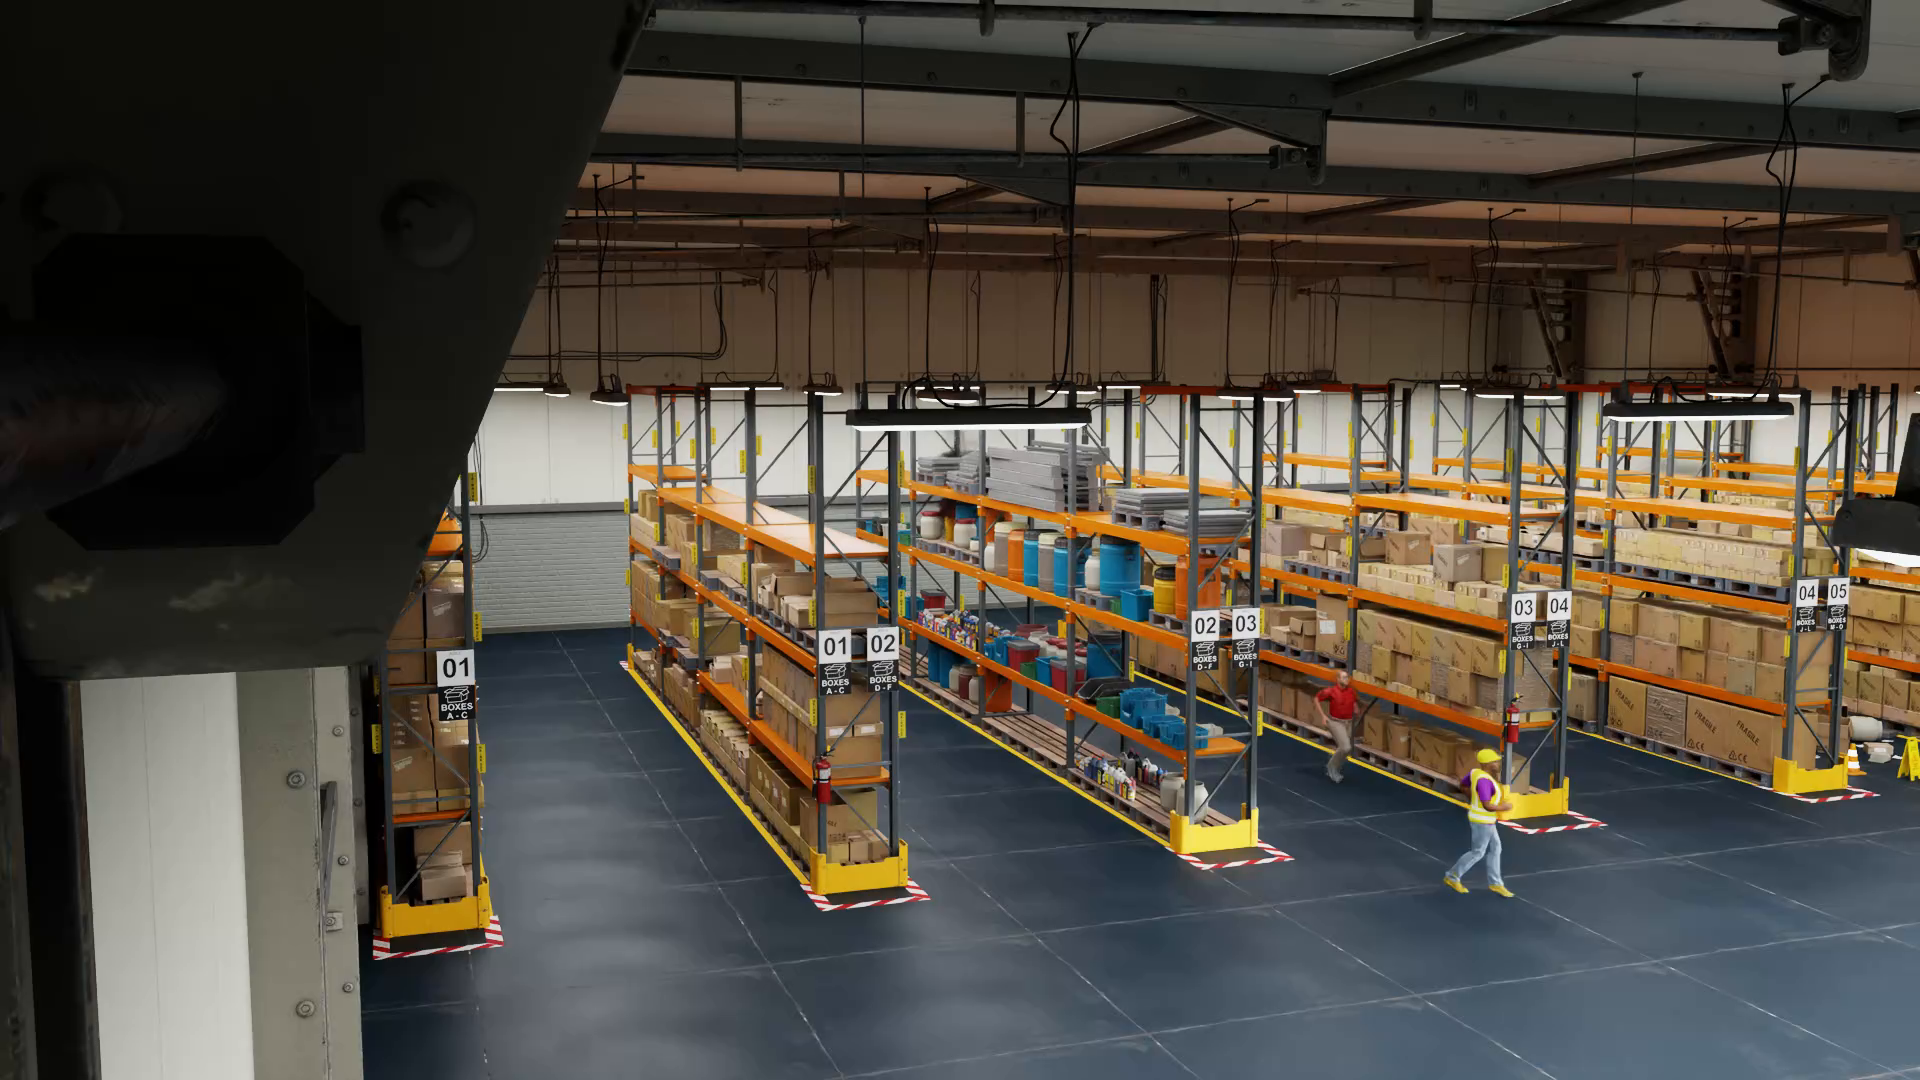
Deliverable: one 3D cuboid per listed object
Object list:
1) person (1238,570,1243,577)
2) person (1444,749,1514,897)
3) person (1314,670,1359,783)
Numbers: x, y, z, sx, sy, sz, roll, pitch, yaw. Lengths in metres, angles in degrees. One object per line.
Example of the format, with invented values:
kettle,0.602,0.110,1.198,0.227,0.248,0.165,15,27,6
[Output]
person,6.314,1.509,38.293,0.688,1.732,0.566,-1,6,-6
person,6.246,3.395,19.930,0.835,1.814,0.721,1,6,12
person,5.850,2.856,25.451,0.652,1.718,0.653,-4,7,-33
